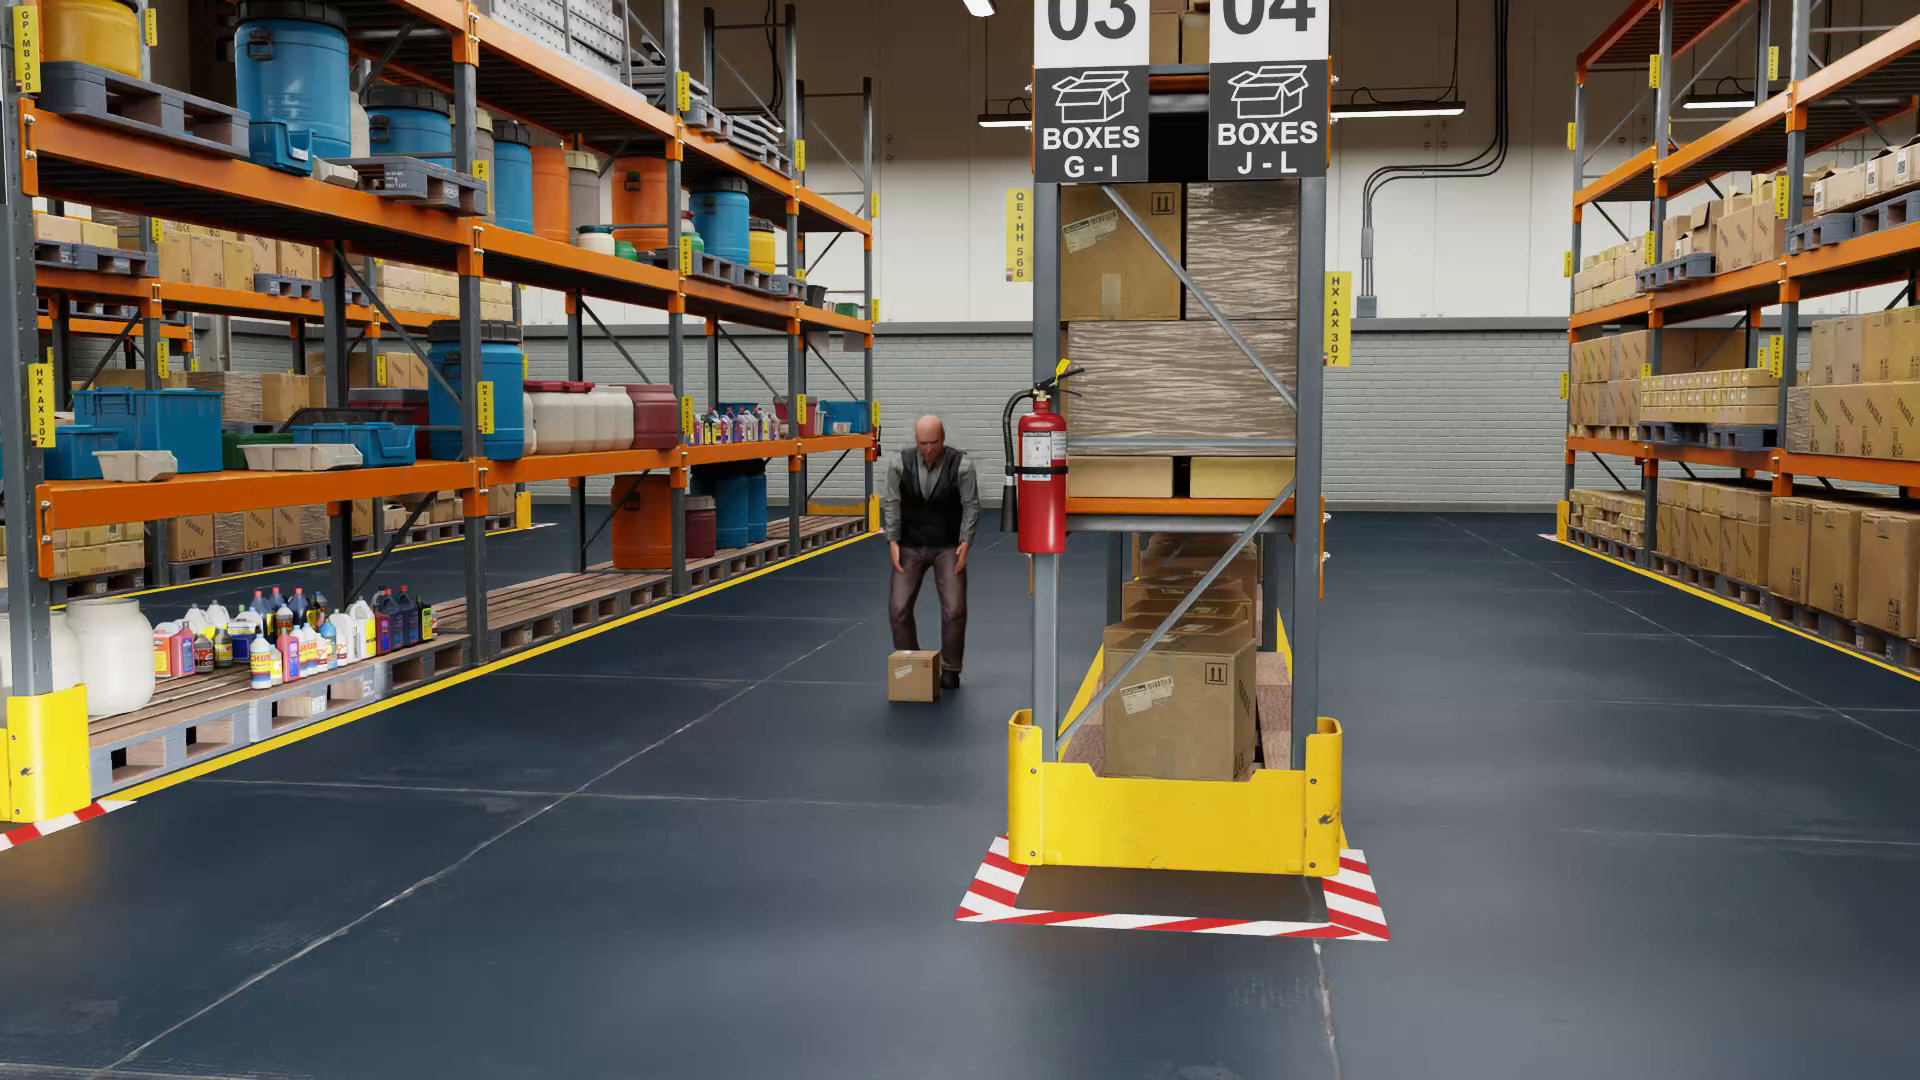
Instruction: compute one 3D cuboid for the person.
[{"bbox_3d":[-0.155,0.067,9.811,0.578,1.596,0.532,1,4,10],"label":"person"}]
